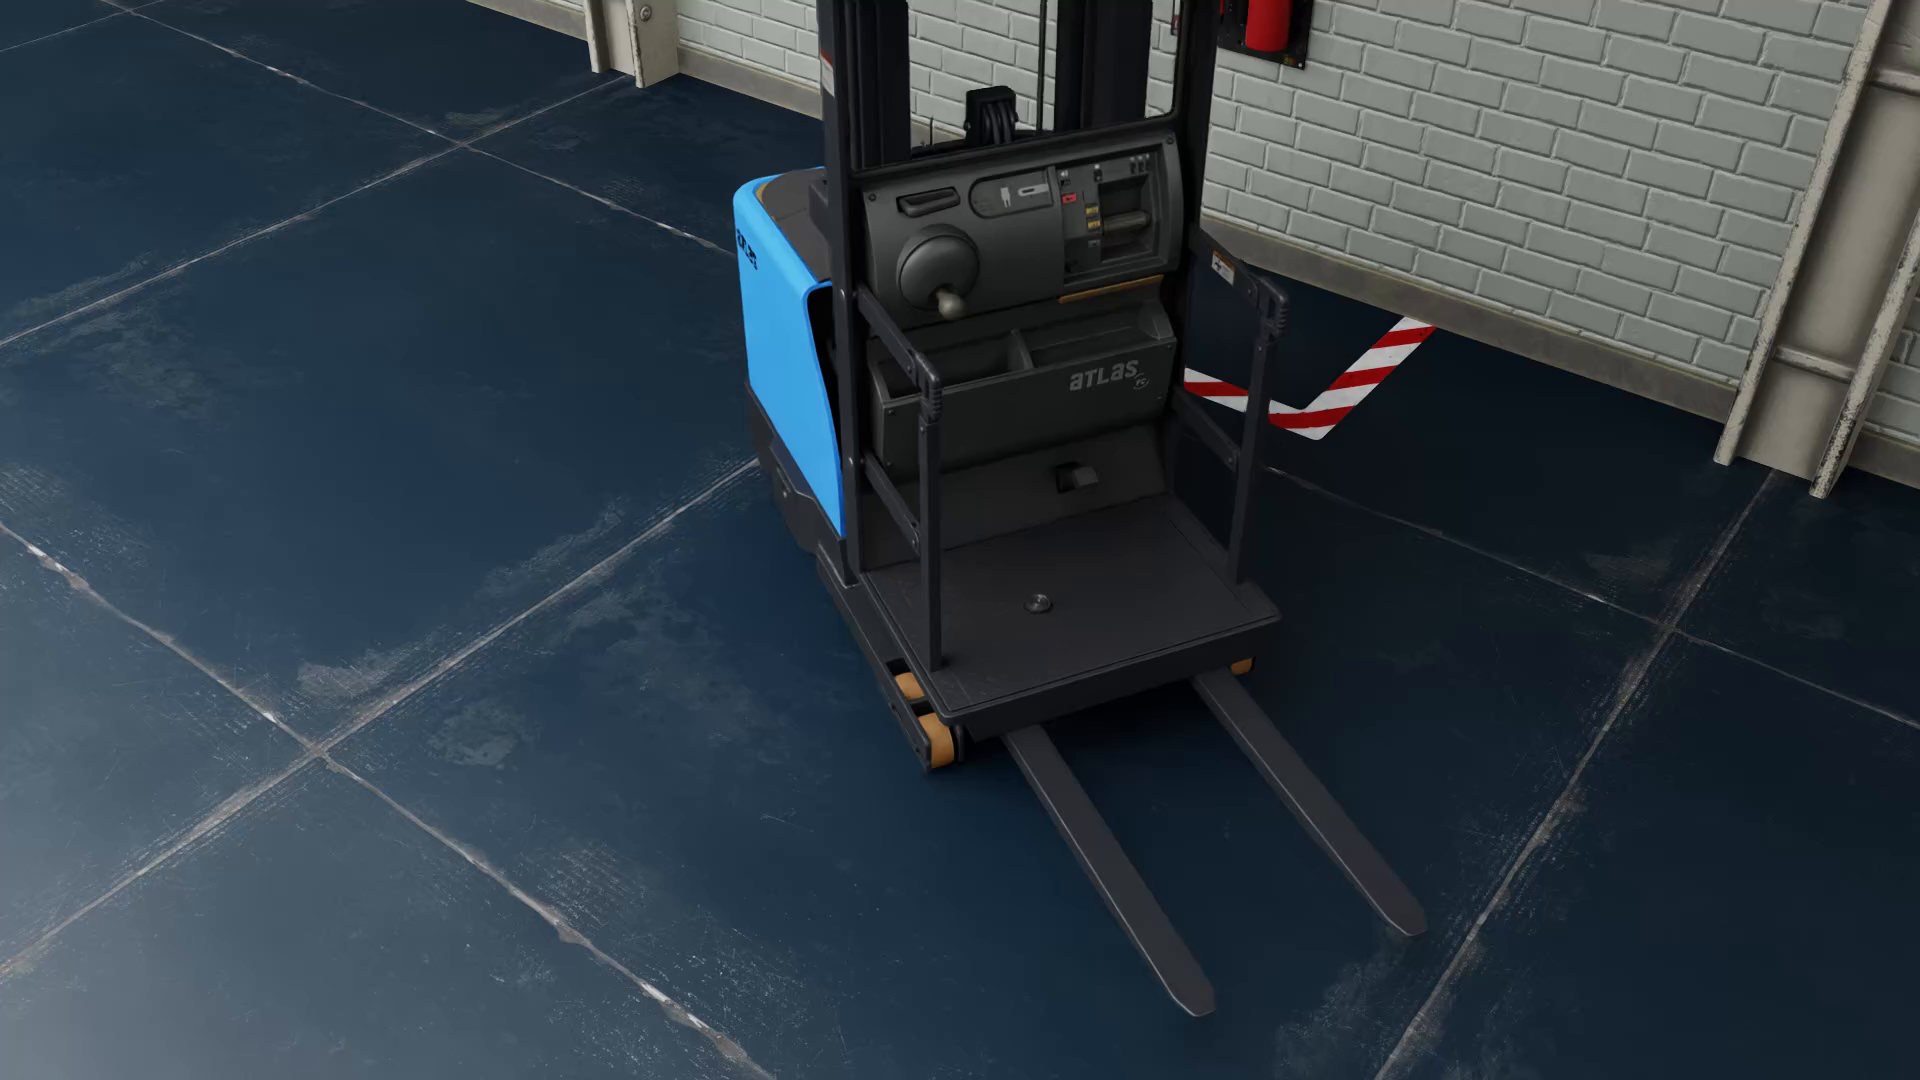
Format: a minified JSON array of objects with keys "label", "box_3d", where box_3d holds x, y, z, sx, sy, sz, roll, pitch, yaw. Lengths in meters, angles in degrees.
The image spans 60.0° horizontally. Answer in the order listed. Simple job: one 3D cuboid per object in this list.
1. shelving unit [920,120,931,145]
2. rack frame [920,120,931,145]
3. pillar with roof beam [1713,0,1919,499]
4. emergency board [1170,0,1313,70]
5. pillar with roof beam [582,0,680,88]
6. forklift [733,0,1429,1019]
[{"label":"shelving unit","box_3d":[-0.243,-1.042,6.227,0.252,1.050,0.215,5,38,7]},{"label":"rack frame","box_3d":[-0.122,-1.031,6.213,0.008,1.050,0.200,5,38,7]},{"label":"pillar with roof beam","box_3d":[0.407,-1.729,0.658,0.400,9.000,9.100,25,45,29]},{"label":"emergency board","box_3d":[1.083,-2.419,6.406,0.643,1.169,0.194,25,45,29]},{"label":"pillar with roof beam","box_3d":[-4.359,-3.976,3.529,0.400,9.000,9.100,25,45,29]},{"label":"forklift","box_3d":[0.271,-0.784,4.374,1.130,2.935,3.031,-15,40,-18]}]
